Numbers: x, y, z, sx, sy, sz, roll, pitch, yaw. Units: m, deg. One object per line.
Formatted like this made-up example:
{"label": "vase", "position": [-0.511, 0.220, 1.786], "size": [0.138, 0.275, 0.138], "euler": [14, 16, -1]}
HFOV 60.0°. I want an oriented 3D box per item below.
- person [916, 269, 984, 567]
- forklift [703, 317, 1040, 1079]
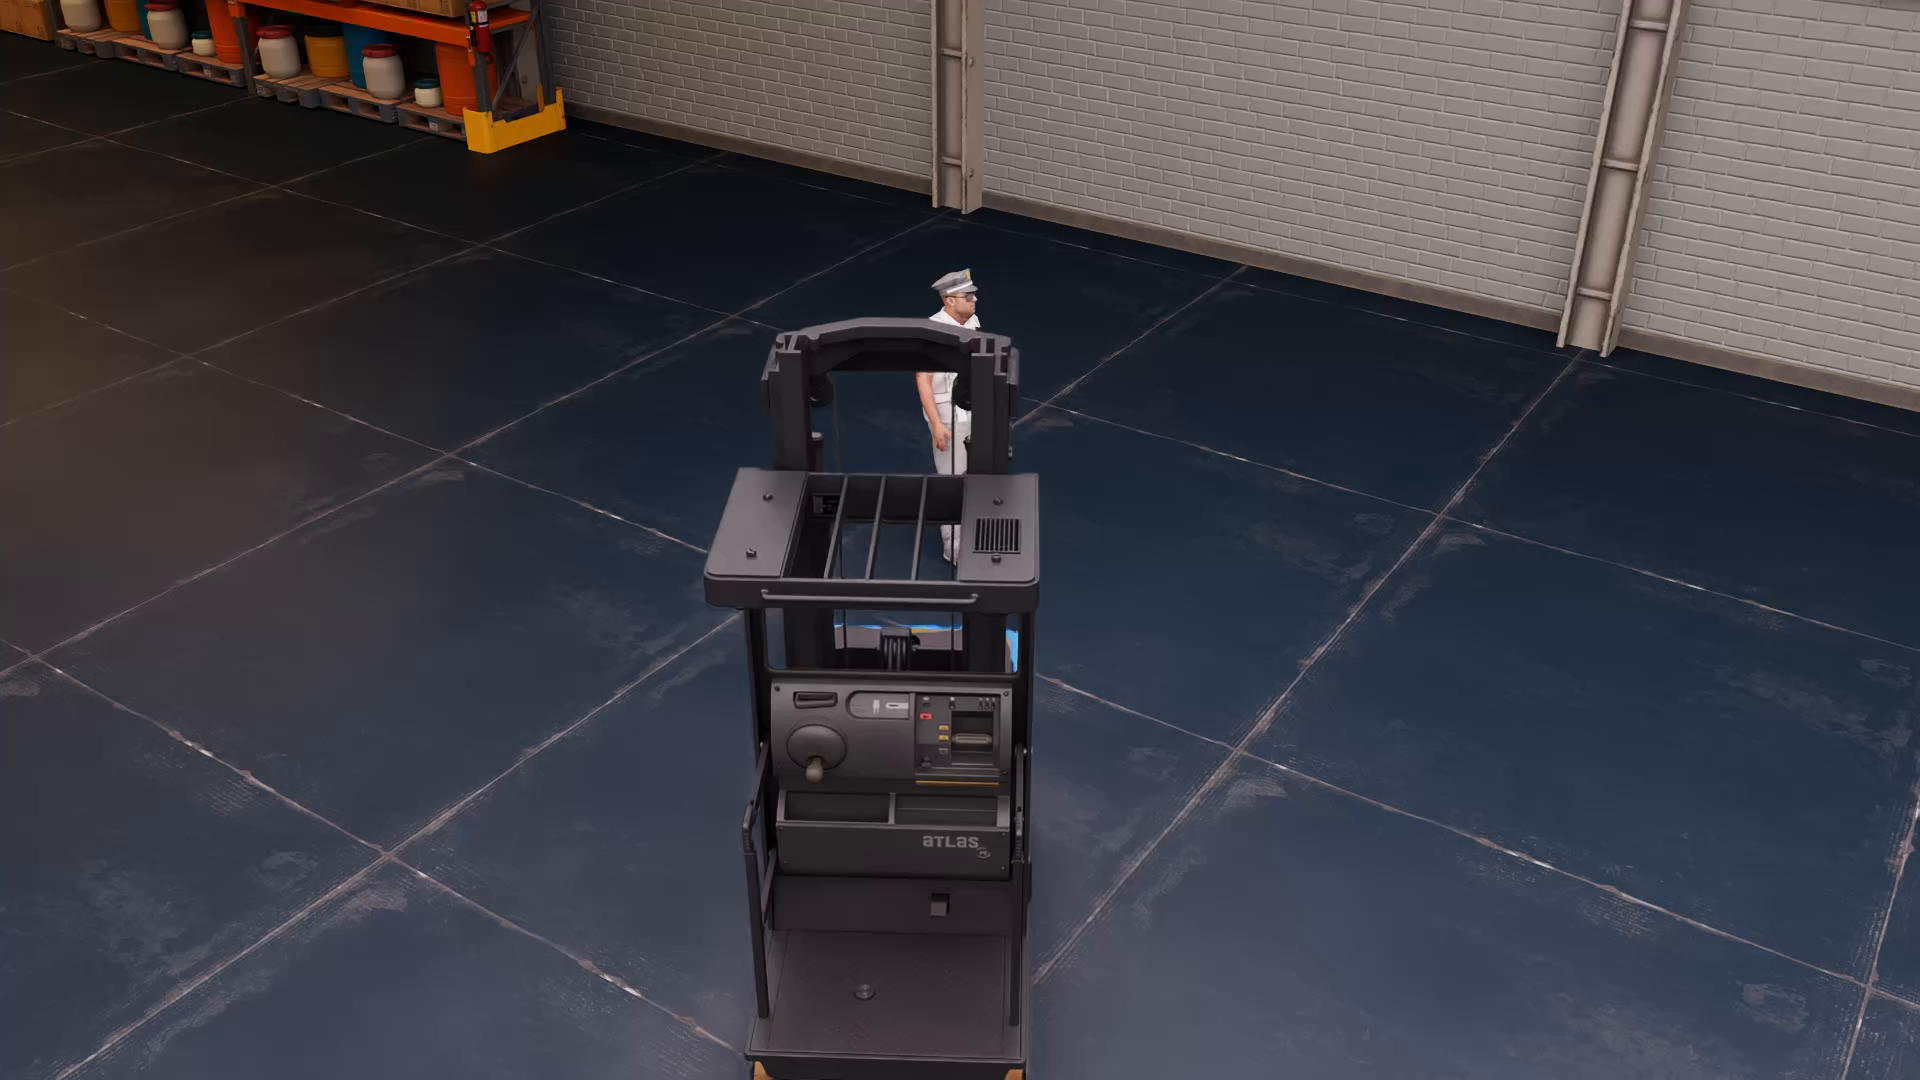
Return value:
{"label": "person", "position": [0.057, -0.749, 10.003], "size": [0.575, 1.778, 0.640], "euler": [19, 35, 29]}
{"label": "forklift", "position": [-0.271, 0.789, 6.222], "size": [1.130, 2.935, 3.031], "euler": [1, 30, 2]}
